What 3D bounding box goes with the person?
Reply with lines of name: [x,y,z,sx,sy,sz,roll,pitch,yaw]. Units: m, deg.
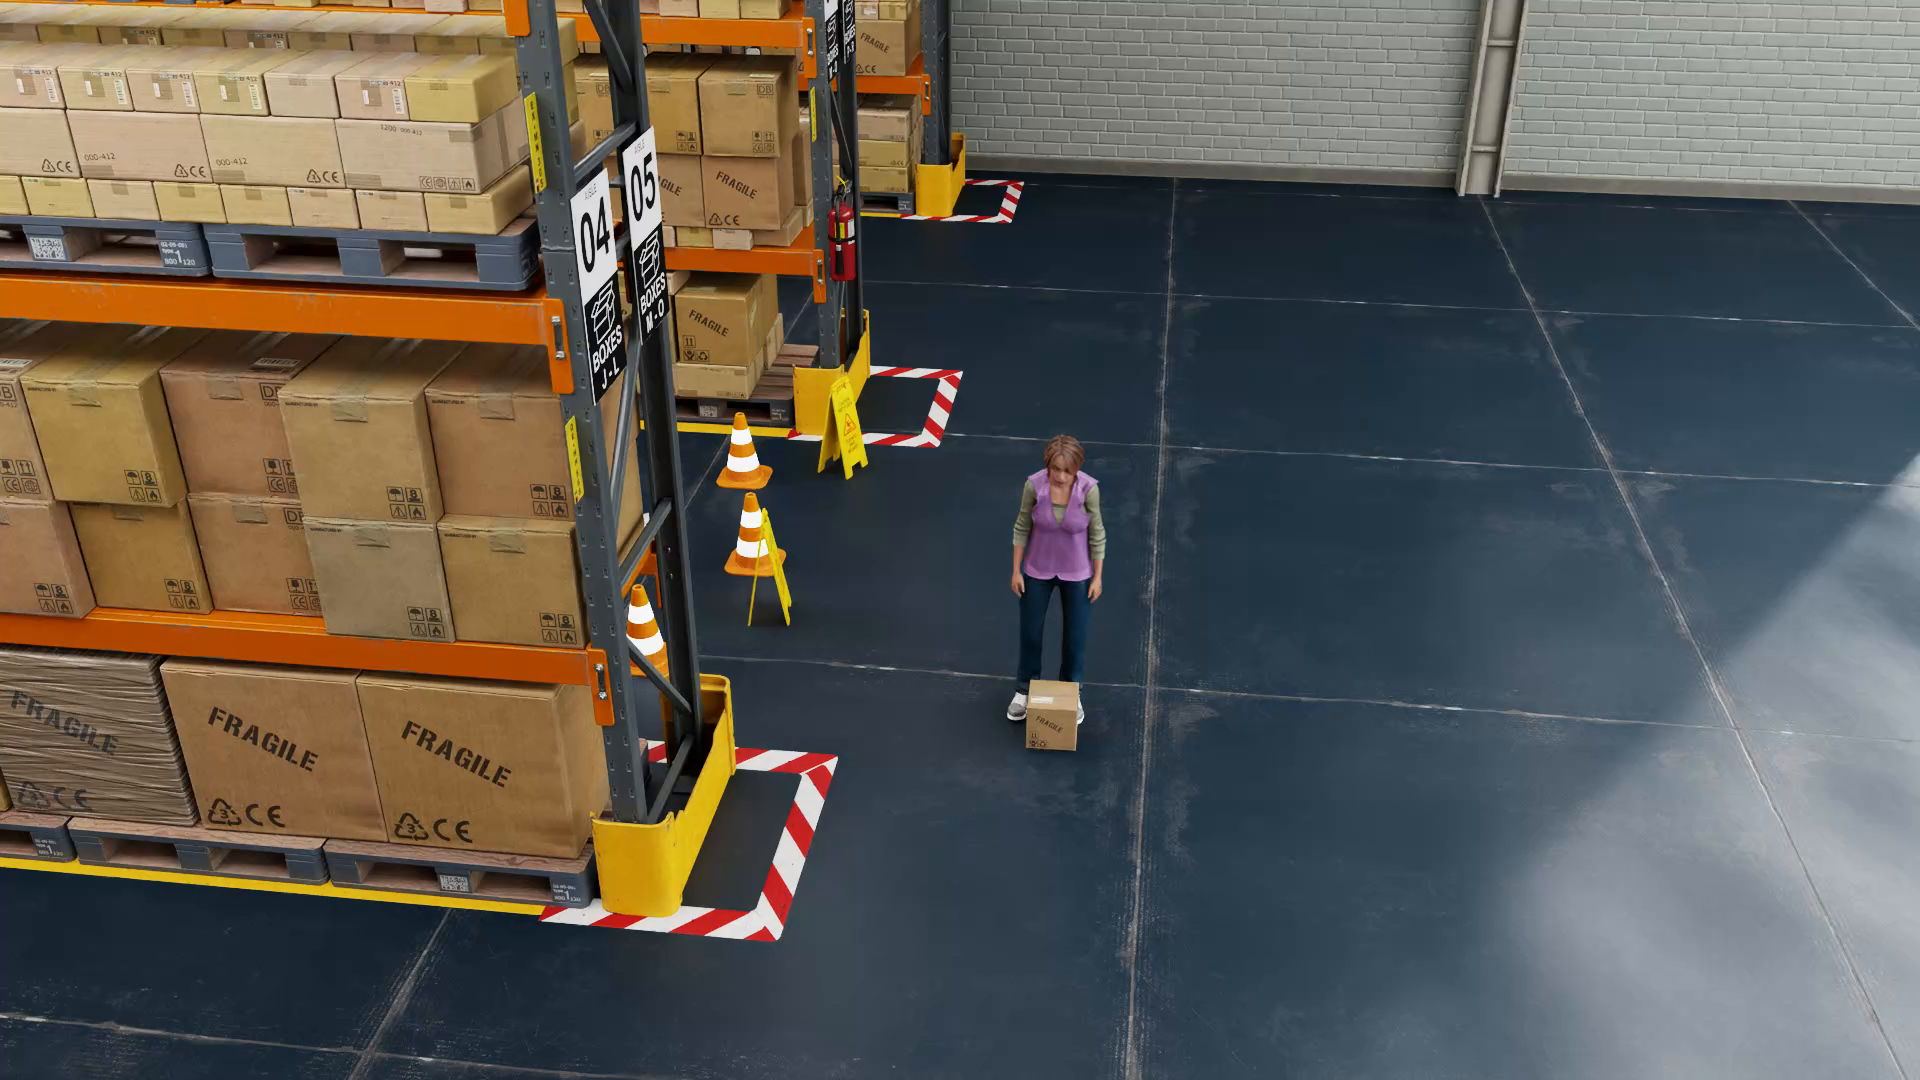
person: [0.492,0.229,8.360,0.459,1.327,0.289,4,29,7]
